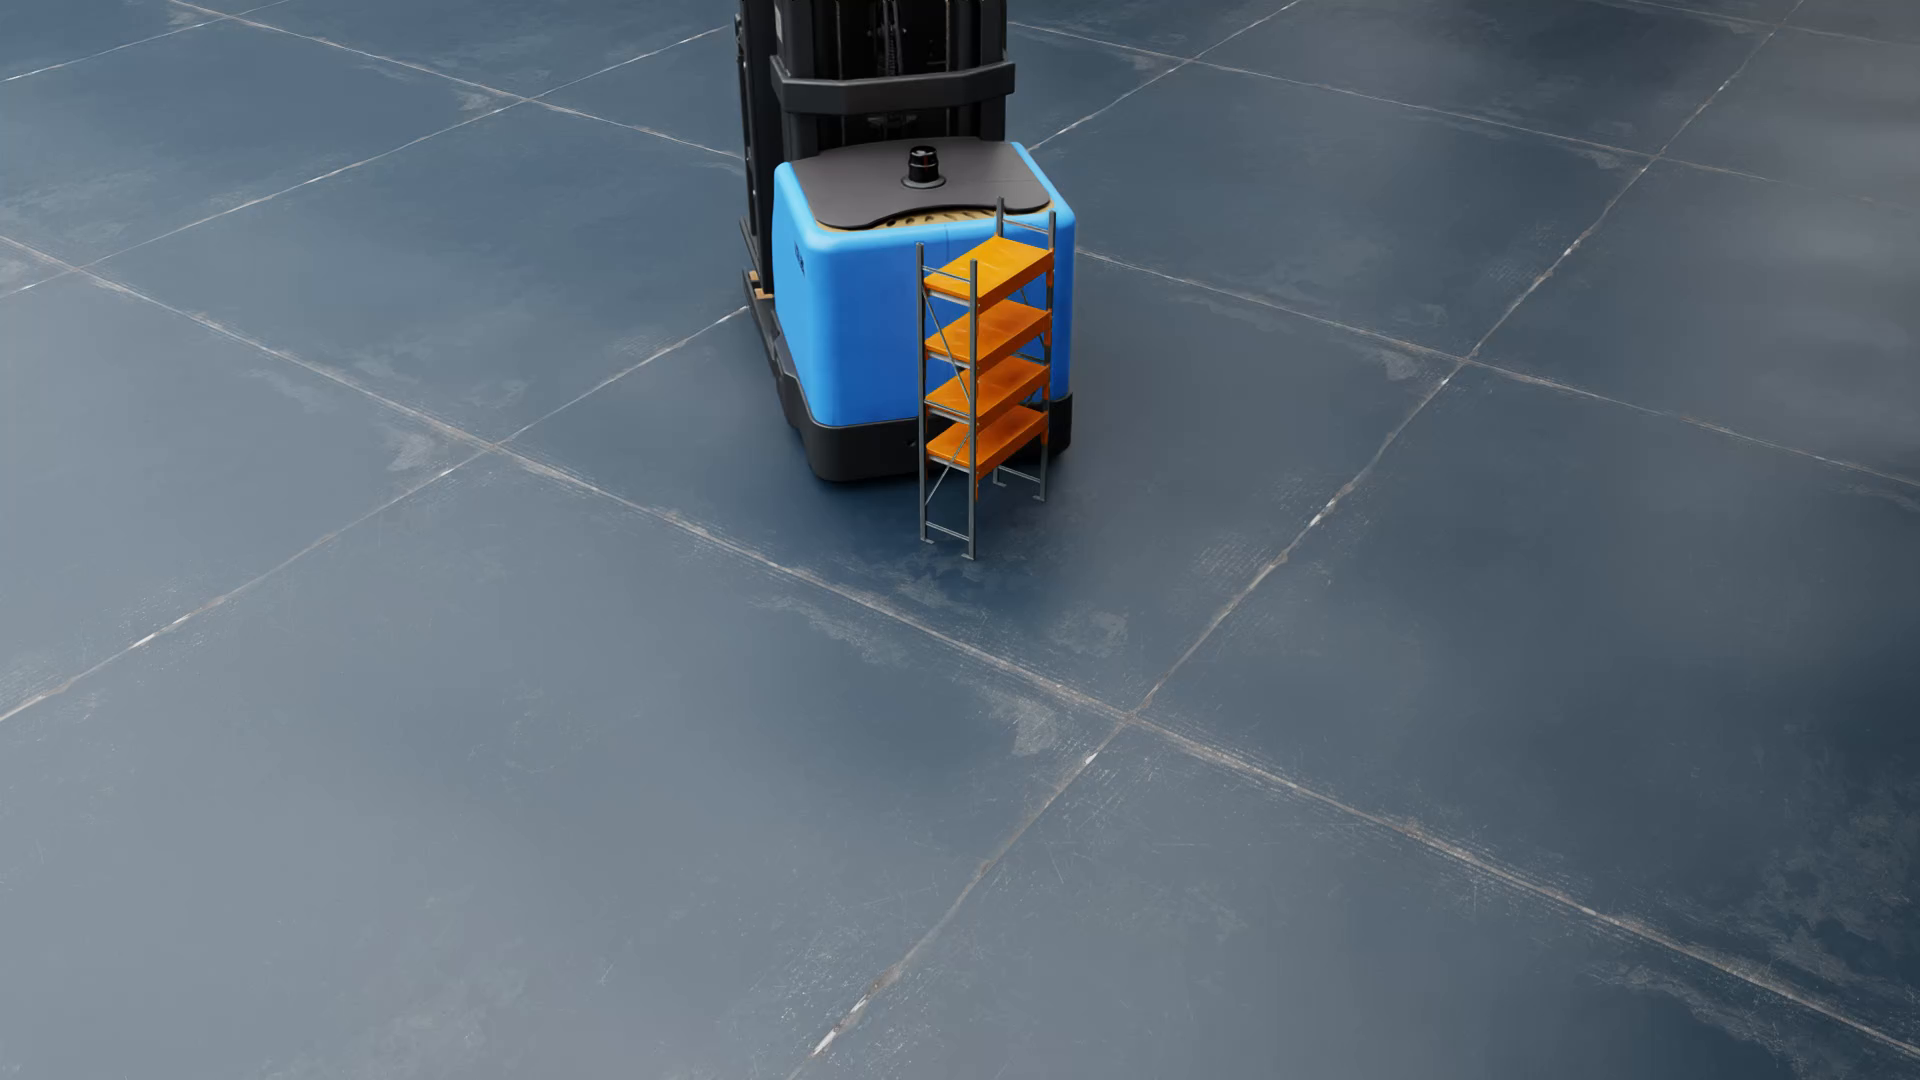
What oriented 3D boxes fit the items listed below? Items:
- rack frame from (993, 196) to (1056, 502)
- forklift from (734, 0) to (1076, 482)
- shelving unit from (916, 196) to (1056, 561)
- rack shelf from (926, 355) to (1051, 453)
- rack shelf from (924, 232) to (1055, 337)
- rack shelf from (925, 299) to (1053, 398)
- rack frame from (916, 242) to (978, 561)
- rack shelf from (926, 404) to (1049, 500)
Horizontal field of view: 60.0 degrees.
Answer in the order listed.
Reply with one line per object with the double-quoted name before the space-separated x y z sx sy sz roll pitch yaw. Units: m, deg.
"rack frame" 0.233 -0.686 6.193 0.240 1.200 0.015 21 39 28
"forklift" -0.406 -2.262 6.978 1.130 2.935 3.031 -8 35 -12
"shelving unit" 0.094 -0.573 6.027 0.258 1.200 0.503 21 39 28
"rack shelf" 0.094 -0.517 6.064 0.258 0.148 0.480 21 39 28
"rack shelf" 0.094 -0.899 5.806 0.258 0.148 0.480 21 39 28
"rack shelf" 0.094 -0.703 5.939 0.258 0.148 0.480 21 39 28
"rack frame" -0.045 -0.461 5.860 0.240 1.200 0.015 21 39 28
"rack shelf" 0.094 -0.353 6.175 0.258 0.148 0.480 21 39 28
